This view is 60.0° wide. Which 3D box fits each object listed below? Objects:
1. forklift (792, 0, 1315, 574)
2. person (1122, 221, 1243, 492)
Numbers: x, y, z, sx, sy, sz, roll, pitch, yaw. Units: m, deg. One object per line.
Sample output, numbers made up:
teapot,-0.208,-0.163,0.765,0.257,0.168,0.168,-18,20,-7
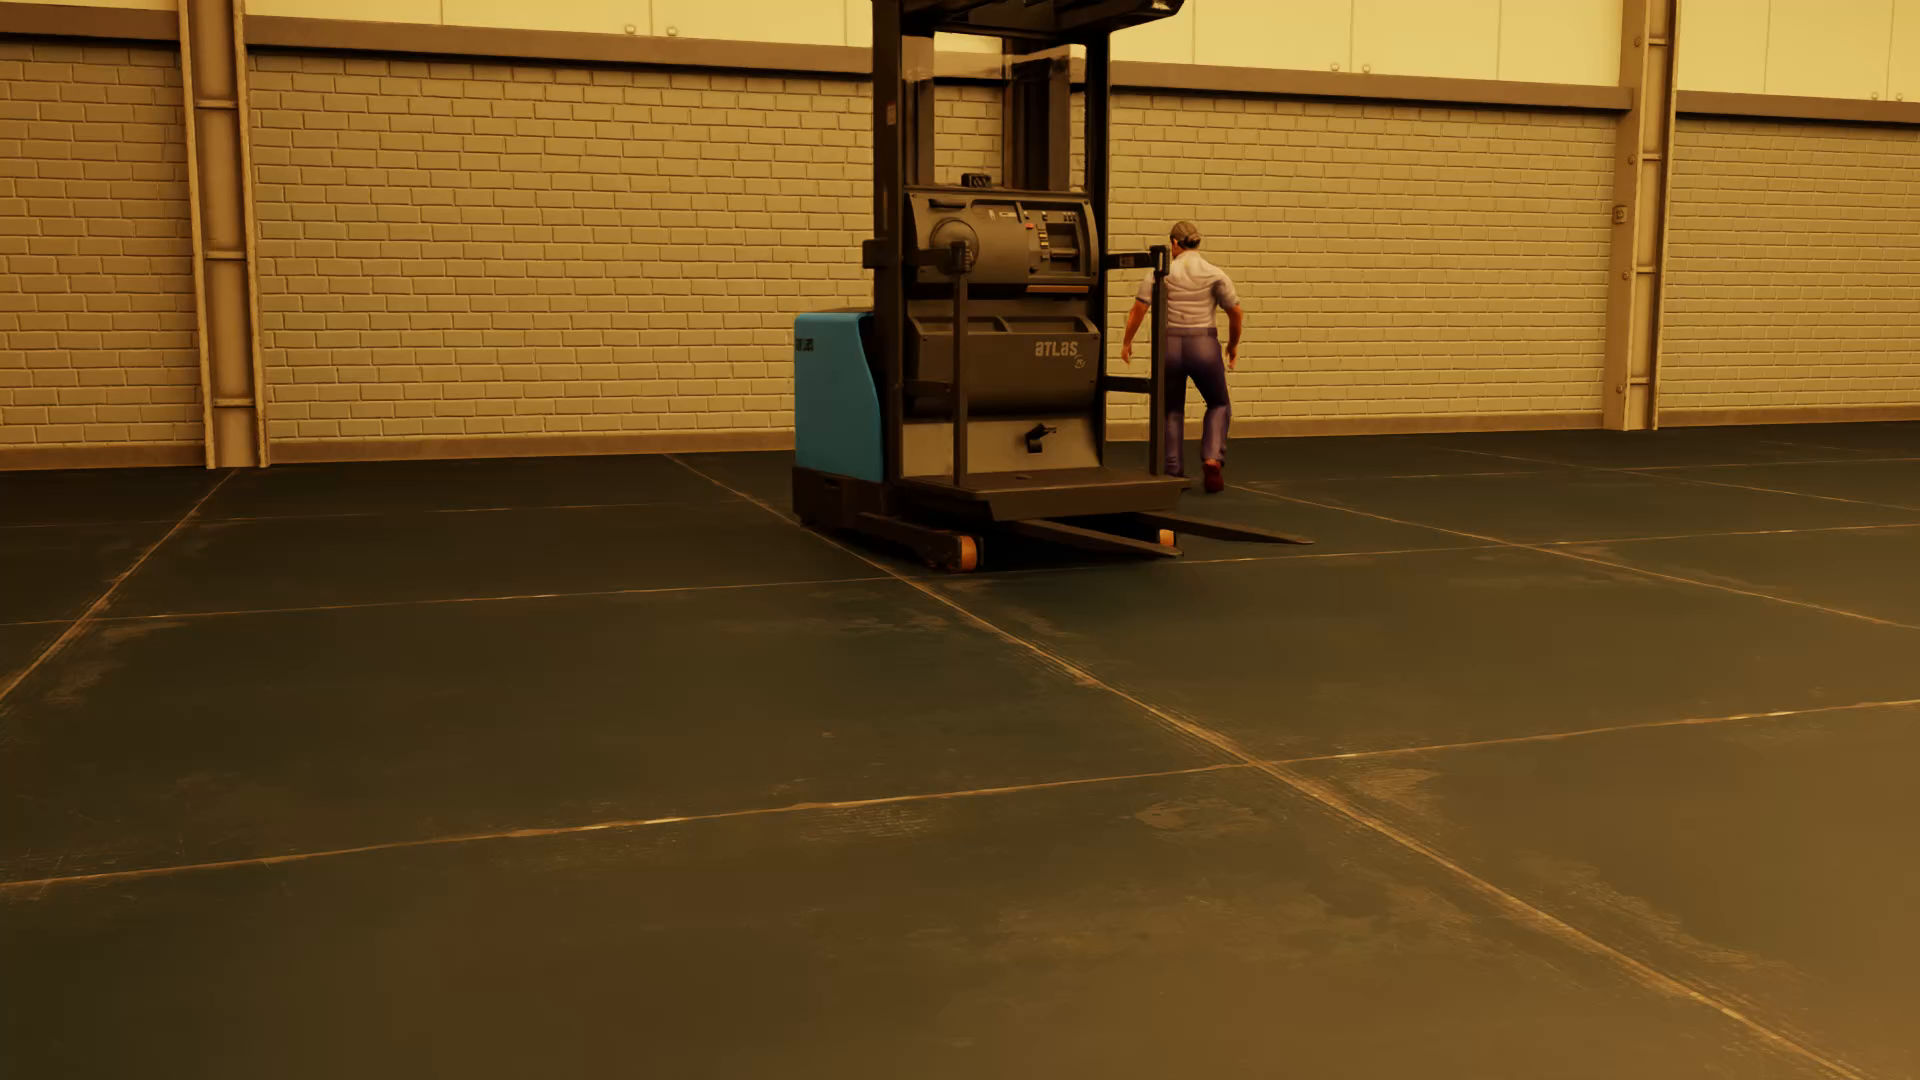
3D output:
forklift,0.305,-1.381,7.199,1.130,2.935,3.031,-4,9,-29
person,1.336,-1.094,10.040,0.732,1.634,0.451,2,8,18
